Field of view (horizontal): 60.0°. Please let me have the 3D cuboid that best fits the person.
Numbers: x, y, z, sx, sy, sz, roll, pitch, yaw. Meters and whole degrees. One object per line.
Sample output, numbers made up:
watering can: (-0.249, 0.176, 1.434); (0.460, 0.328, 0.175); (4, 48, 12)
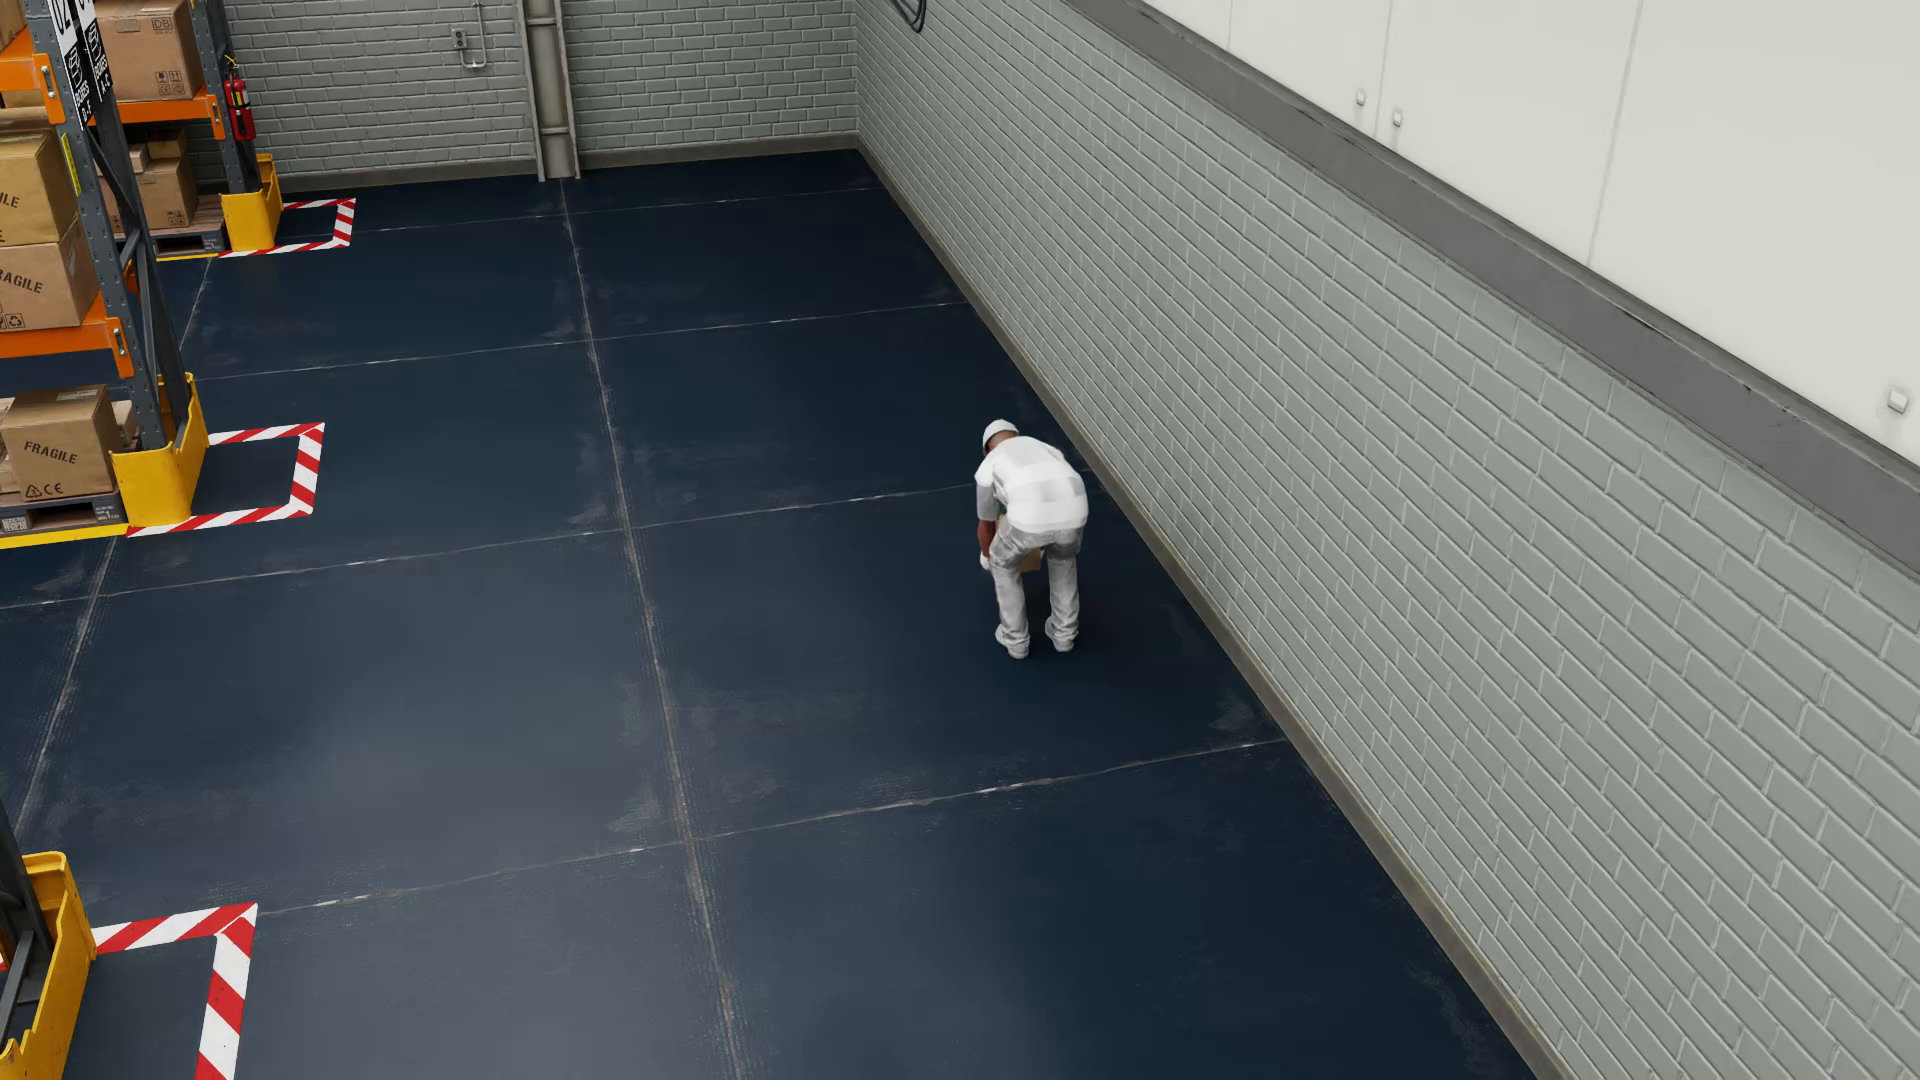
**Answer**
person: (0.343, -0.024, 8.945); (0.507, 1.097, 0.991); (-9, 31, -15)
